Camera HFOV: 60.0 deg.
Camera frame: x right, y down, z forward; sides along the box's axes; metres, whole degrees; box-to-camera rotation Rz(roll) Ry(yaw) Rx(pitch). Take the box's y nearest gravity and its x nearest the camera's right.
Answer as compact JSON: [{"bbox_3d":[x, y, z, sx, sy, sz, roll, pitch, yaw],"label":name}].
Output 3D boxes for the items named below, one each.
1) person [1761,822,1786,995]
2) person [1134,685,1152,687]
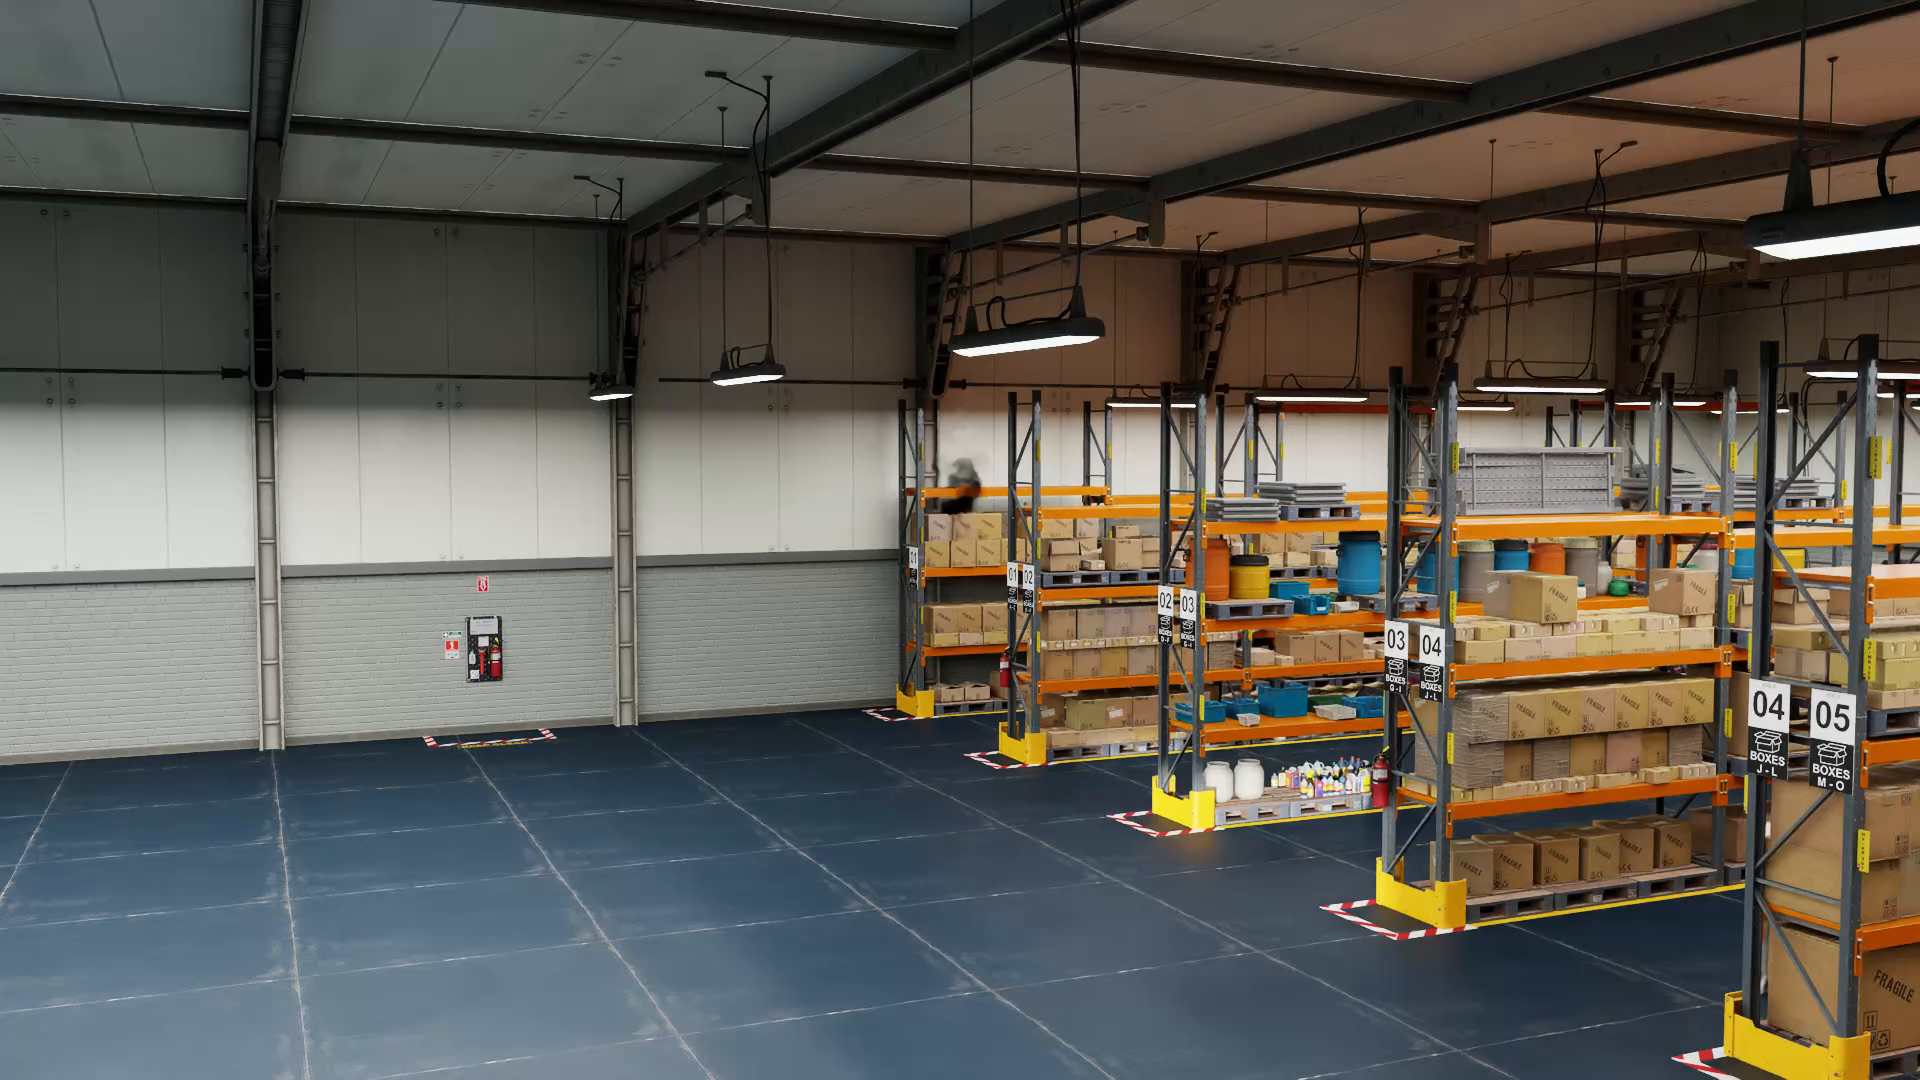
[{"bbox_3d":[7.745,3.355,15.659,0.937,1.847,0.666,-2,4,-37],"label":"person"},{"bbox_3d":[3.313,2.501,29.944,0.970,1.759,0.656,-2,4,-27],"label":"person"}]
